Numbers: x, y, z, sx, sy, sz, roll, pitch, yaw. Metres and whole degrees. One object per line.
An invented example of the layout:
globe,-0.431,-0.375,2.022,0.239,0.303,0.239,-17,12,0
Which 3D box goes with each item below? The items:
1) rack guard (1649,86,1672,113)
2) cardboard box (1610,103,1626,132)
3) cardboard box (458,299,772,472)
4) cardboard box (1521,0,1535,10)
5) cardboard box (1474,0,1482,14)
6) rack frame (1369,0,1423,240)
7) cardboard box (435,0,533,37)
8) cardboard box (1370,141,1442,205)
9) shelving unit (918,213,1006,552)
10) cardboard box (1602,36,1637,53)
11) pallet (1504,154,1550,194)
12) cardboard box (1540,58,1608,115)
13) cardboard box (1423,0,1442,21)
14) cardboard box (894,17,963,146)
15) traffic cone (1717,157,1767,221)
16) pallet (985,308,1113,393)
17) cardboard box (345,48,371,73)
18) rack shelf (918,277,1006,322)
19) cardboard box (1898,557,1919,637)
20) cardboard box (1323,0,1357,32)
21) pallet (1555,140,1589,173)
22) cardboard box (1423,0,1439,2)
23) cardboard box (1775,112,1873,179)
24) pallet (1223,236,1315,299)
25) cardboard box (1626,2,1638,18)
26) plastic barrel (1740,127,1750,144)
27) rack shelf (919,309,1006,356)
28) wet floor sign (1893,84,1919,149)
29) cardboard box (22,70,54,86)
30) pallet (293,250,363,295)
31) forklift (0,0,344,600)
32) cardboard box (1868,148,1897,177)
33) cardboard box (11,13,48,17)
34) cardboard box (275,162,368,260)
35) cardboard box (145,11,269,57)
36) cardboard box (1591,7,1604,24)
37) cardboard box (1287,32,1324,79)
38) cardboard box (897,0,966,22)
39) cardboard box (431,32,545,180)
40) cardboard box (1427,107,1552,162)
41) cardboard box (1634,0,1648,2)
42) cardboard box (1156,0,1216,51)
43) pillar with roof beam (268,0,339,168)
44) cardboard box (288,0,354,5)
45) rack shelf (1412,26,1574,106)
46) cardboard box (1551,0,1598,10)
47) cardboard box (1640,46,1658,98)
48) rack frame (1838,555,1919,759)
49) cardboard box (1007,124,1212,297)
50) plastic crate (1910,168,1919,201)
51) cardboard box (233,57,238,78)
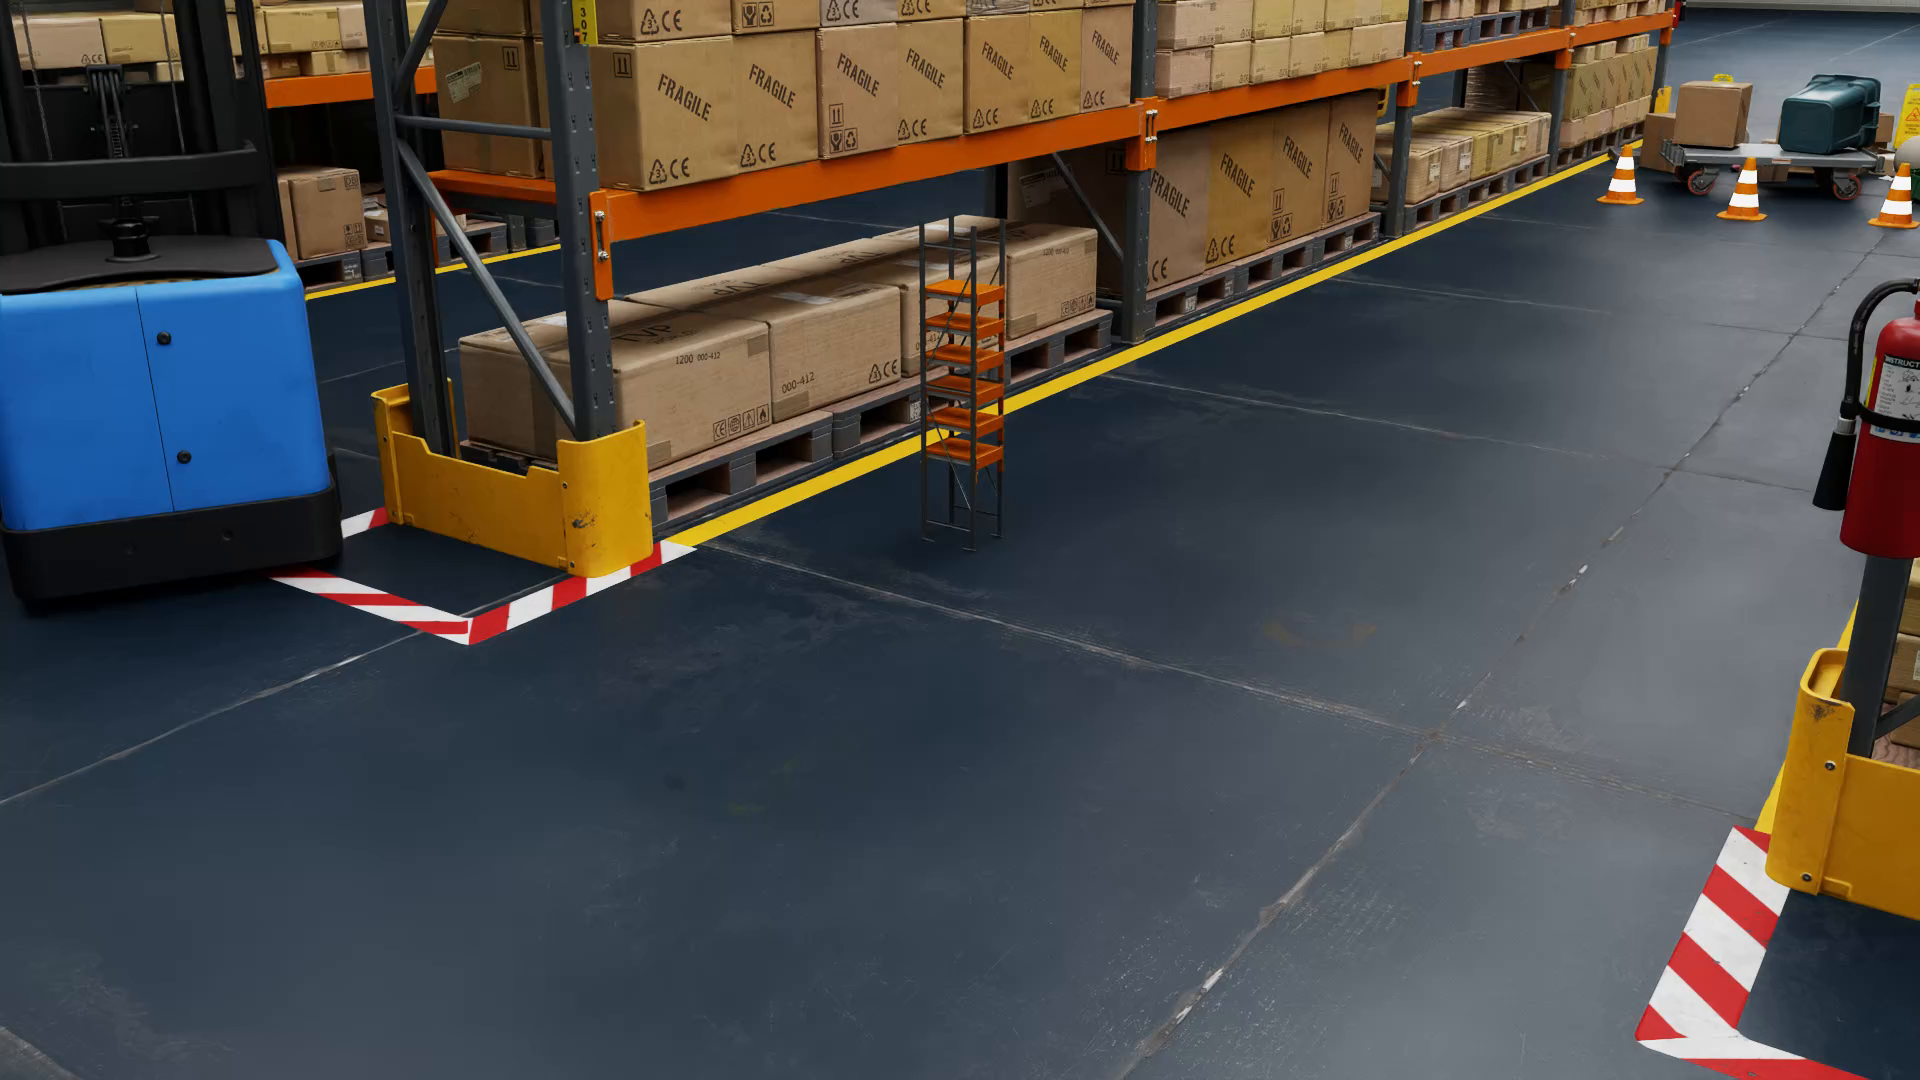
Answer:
rack guard,7.281,-4.829,18.599,1.175,0.500,0.348,13,24,32
cardboard box,6.504,-4.348,17.053,0.500,0.250,0.500,12,24,30
cardboard box,-1.382,-0.637,6.750,0.875,0.438,0.875,12,24,30
cardboard box,4.596,-4.526,13.934,0.380,0.149,0.250,14,24,32
cardboard box,3.911,-4.256,13.204,0.380,0.149,0.250,14,25,34
rack frame,2.826,-3.728,12.019,1.000,3.000,0.127,13,24,32
cardboard box,-1.597,-2.133,6.122,0.500,0.500,0.500,14,25,34
cardboard box,3.152,-2.852,12.835,0.950,0.372,0.625,11,23,28
shelving unit,0.008,-0.567,6.068,0.258,1.200,0.189,13,24,32
cardboard box,6.645,-5.041,16.910,0.380,0.149,0.250,14,25,34
pallet,4.639,-3.344,15.001,1.003,0.211,1.213,13,24,32
cardboard box,5.921,-4.407,16.133,0.500,0.500,0.500,14,25,34
cardboard box,3.350,-3.938,12.345,0.380,0.149,0.250,12,23,29
cardboard box,-0.334,-2.001,7.207,0.500,0.500,0.500,14,25,34
traffic cone,6.200,-2.779,13.110,0.336,0.463,0.334,13,24,32
pallet,0.086,-1.069,8.852,1.003,0.211,1.213,13,24,32
cardboard box,-3.924,-3.060,10.577,0.380,0.149,0.250,14,24,33
rack shelf,0.008,-0.863,5.959,0.258,0.103,0.180,13,24,32
cardboard box,2.568,0.164,4.145,0.380,0.149,0.250,14,24,32
cardboard box,2.208,-3.405,10.641,0.500,0.250,0.500,13,24,30
pallet,5.423,-3.767,16.145,1.003,0.211,1.213,13,24,32
cardboard box,3.271,-4.195,12.104,0.500,0.500,0.500,12,24,30
cardboard box,7.911,-3.648,15.207,0.797,0.637,0.503,13,24,32
pallet,1.634,-1.860,10.989,1.003,0.211,1.213,13,24,32
cardboard box,6.629,-5.376,16.836,0.380,0.149,0.250,13,24,31
plastic barrel,7.415,-3.927,16.271,0.421,0.421,0.512,-6,21,-15
rack shelf,0.008,-0.750,6.000,0.258,0.103,0.180,13,24,32
wet floor sign,9.853,-4.377,17.168,0.267,0.644,0.232,9,22,23
cardboard box,-5.143,-2.487,9.026,0.380,0.149,0.250,13,24,31
pallet,-4.601,-1.691,10.532,1.003,0.211,1.213,13,24,32
forklift,-3.301,-1.648,6.494,1.130,2.935,3.031,-9,22,-24
cardboard box,8.669,-3.509,15.369,0.396,0.266,0.258,19,27,41
cardboard box,-5.448,-2.800,9.298,0.500,0.250,0.500,13,24,32
cardboard box,-4.259,-2.117,10.661,0.700,0.500,0.500,12,24,30
cardboard box,-4.465,-2.988,9.806,0.500,0.250,0.500,13,24,30
cardboard box,5.908,-5.014,15.859,0.380,0.149,0.250,14,25,33
cardboard box,1.923,-3.019,10.319,0.500,0.250,0.500,13,24,31
cardboard box,-0.318,-2.473,7.040,0.500,0.500,0.500,13,24,32
cardboard box,-1.618,-1.669,6.310,0.500,0.500,0.500,13,24,32
cardboard box,4.782,-3.689,15.097,0.950,0.372,0.625,14,24,33
cardboard box,6.677,-5.714,16.817,0.500,0.500,0.500,13,24,32
cardboard box,1.058,-2.815,9.048,0.500,0.250,0.500,12,24,30
pillar with roof beam,-1.106,-5.497,8.155,9.100,9.000,0.400,13,24,32
cardboard box,-4.307,-3.382,10.870,0.500,0.250,0.500,13,24,31
rack shelf,3.951,-3.964,13.695,1.077,0.370,4.000,13,24,32
cardboard box,5.553,-5.134,15.247,0.500,0.500,0.500,13,24,32
cardboard box,7.089,-5.001,17.740,0.500,0.500,0.500,13,24,32
rack frame,2.480,-0.496,3.282,1.000,3.000,0.127,13,24,32
cardboard box,0.860,-1.974,9.735,0.875,0.875,0.875,14,25,33
plastic crate,8.240,-2.953,13.894,0.662,0.188,0.450,-10,32,-24
cardboard box,-4.470,-2.762,9.770,0.380,0.149,0.250,14,24,33
